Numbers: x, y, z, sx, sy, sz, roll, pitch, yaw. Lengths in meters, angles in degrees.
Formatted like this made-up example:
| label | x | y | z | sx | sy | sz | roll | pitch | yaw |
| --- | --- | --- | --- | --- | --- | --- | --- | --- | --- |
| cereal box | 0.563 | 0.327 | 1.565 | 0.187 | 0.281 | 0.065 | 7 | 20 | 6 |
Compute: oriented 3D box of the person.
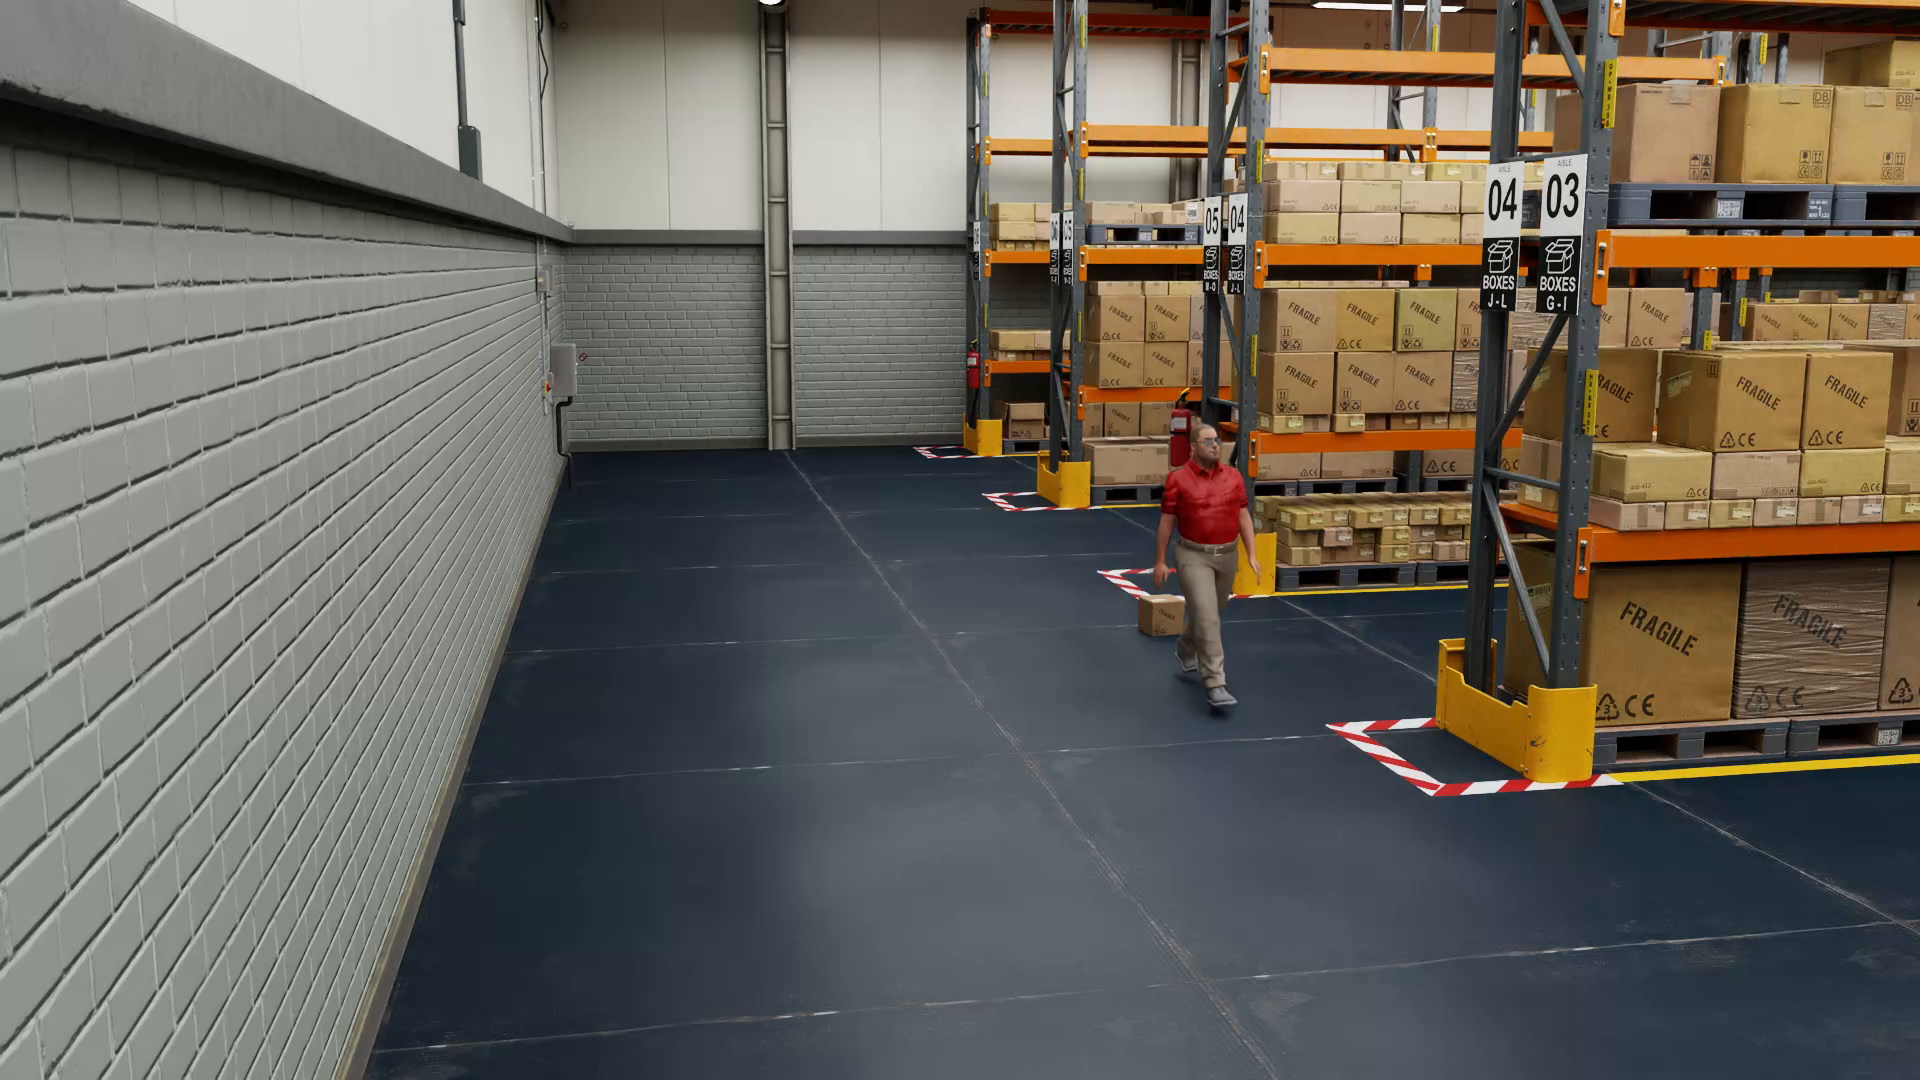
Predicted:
| label | x | y | z | sx | sy | sz | roll | pitch | yaw |
| --- | --- | --- | --- | --- | --- | --- | --- | --- | --- |
| person | 1.538 | 0.123 | 10.244 | 0.568 | 1.668 | 1.086 | -4 | 10 | -22 |
